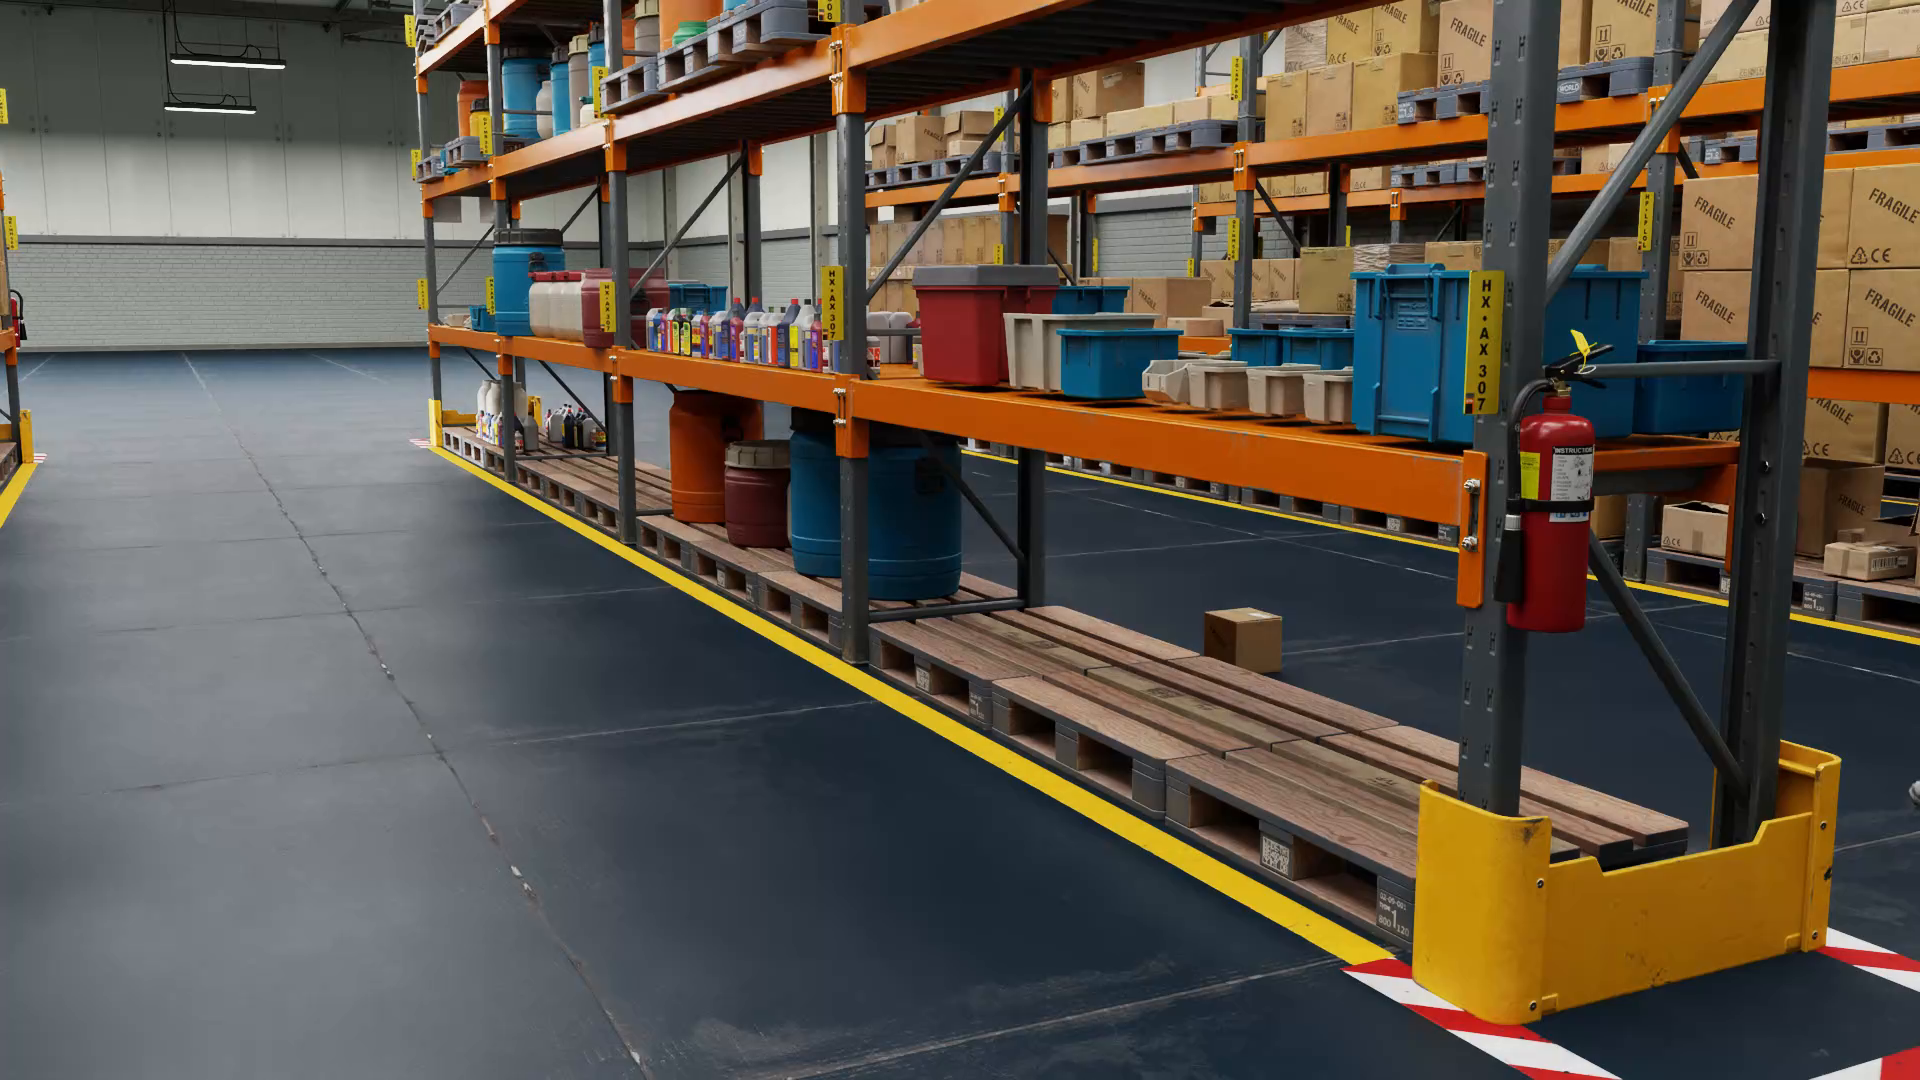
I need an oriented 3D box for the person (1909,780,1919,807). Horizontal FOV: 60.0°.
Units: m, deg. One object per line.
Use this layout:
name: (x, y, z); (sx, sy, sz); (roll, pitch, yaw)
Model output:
person: (3.242, 0.140, 4.917); (0.515, 1.605, 0.967); (-1, 9, -9)
